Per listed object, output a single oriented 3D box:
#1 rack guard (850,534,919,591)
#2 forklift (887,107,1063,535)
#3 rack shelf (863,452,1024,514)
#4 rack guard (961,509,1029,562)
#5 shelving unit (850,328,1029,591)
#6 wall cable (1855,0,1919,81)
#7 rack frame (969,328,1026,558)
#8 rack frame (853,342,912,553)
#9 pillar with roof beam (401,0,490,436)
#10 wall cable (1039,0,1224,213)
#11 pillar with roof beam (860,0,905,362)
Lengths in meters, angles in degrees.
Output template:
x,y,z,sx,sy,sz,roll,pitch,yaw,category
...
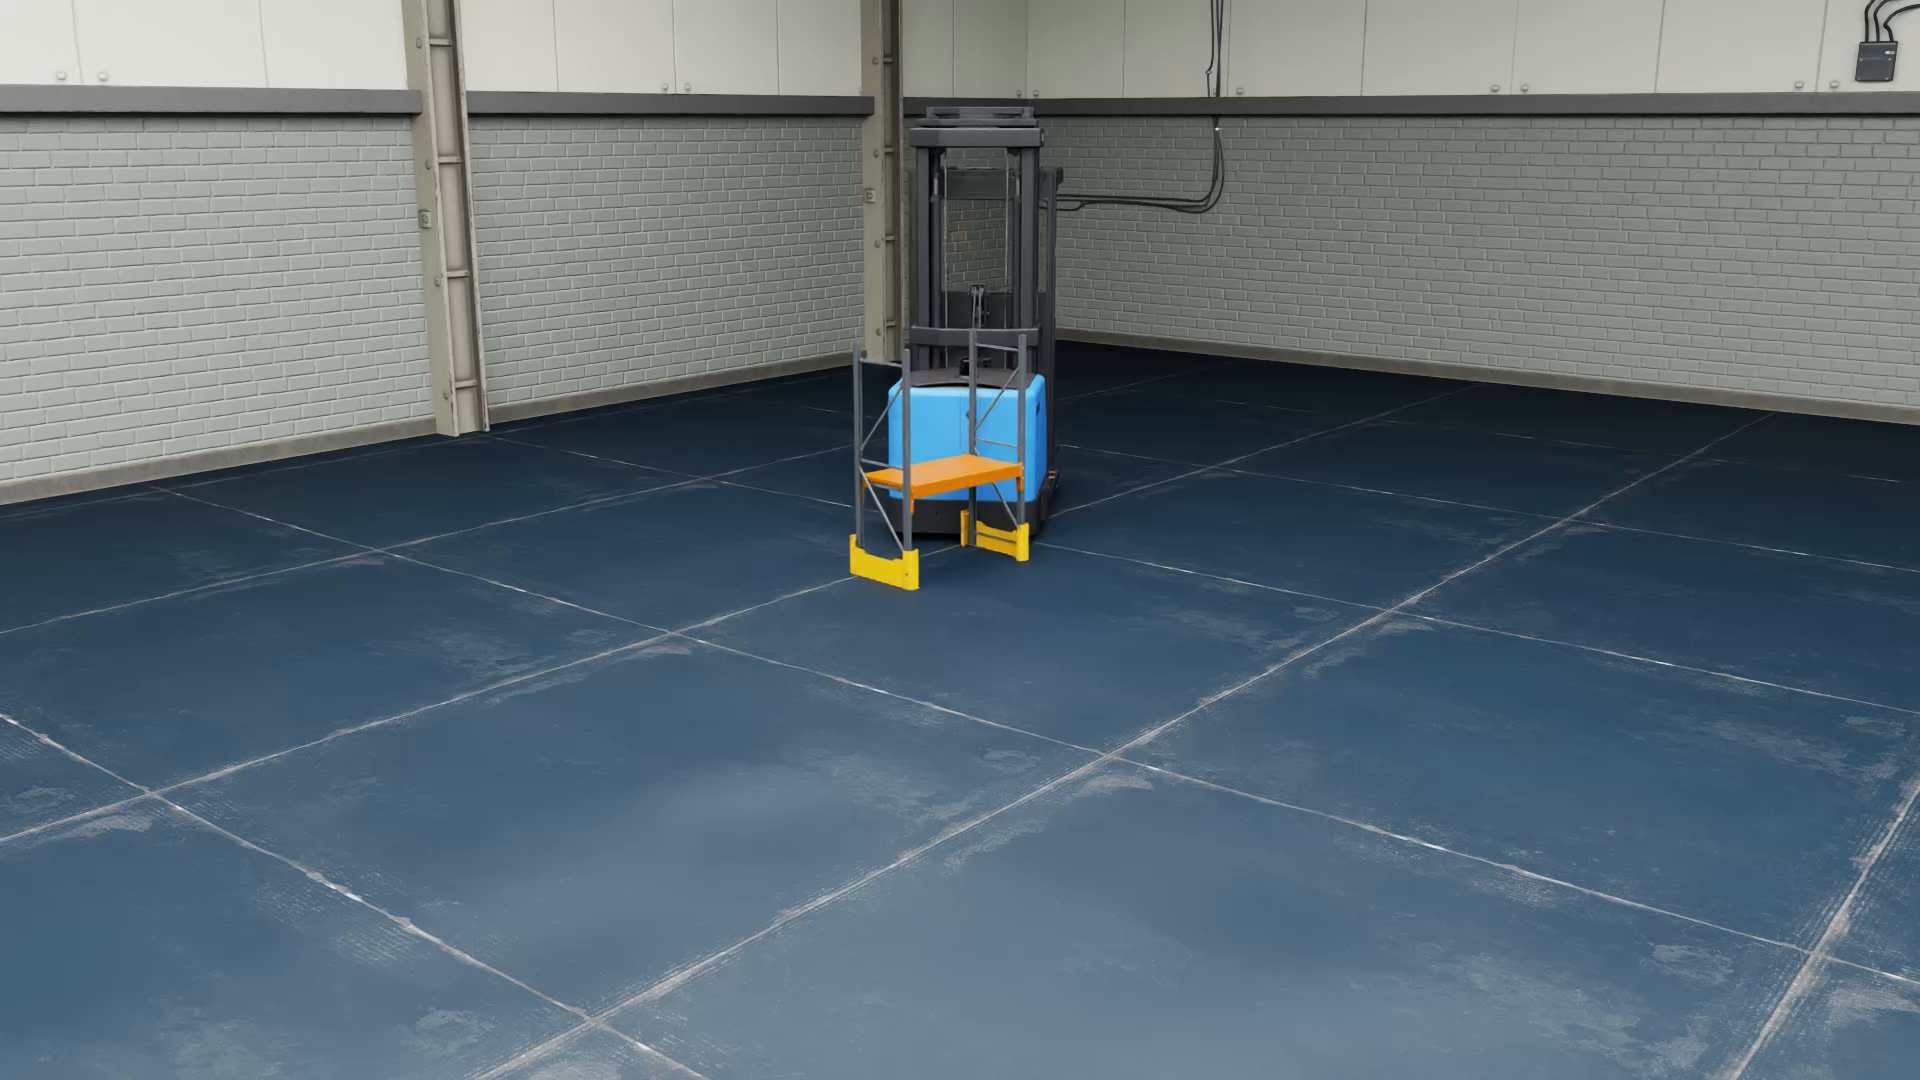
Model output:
x,y,z,sx,sy,sz,roll,pitch,yaw,category
-0.485,0.139,10.569,0.087,0.250,0.587,-13,19,-42,rack guard
0.196,-1.761,12.603,1.130,2.935,3.031,2,14,7,forklift
-0.120,-0.380,10.801,1.000,0.185,0.538,-13,19,-42,rack shelf
0.231,-0.032,11.240,0.087,0.250,0.587,-13,19,-42,rack guard
-0.127,-0.552,10.751,1.083,1.500,0.587,-13,19,-42,shelving unit
9.348,-7.066,14.253,2.305,6.003,0.169,11,18,38,wall cable
0.245,-0.641,11.100,0.032,1.500,0.500,-13,19,-42,rack frame
-0.486,-0.467,10.415,0.032,1.500,0.500,-13,19,-42,rack frame
-1.328,-4.715,11.905,9.100,9.000,0.400,11,18,38,pillar with roof beam
1.974,-5.384,20.849,3.097,2.526,0.112,11,18,38,wall cable
2.443,-5.864,16.428,9.100,9.000,0.400,11,18,38,pillar with roof beam
